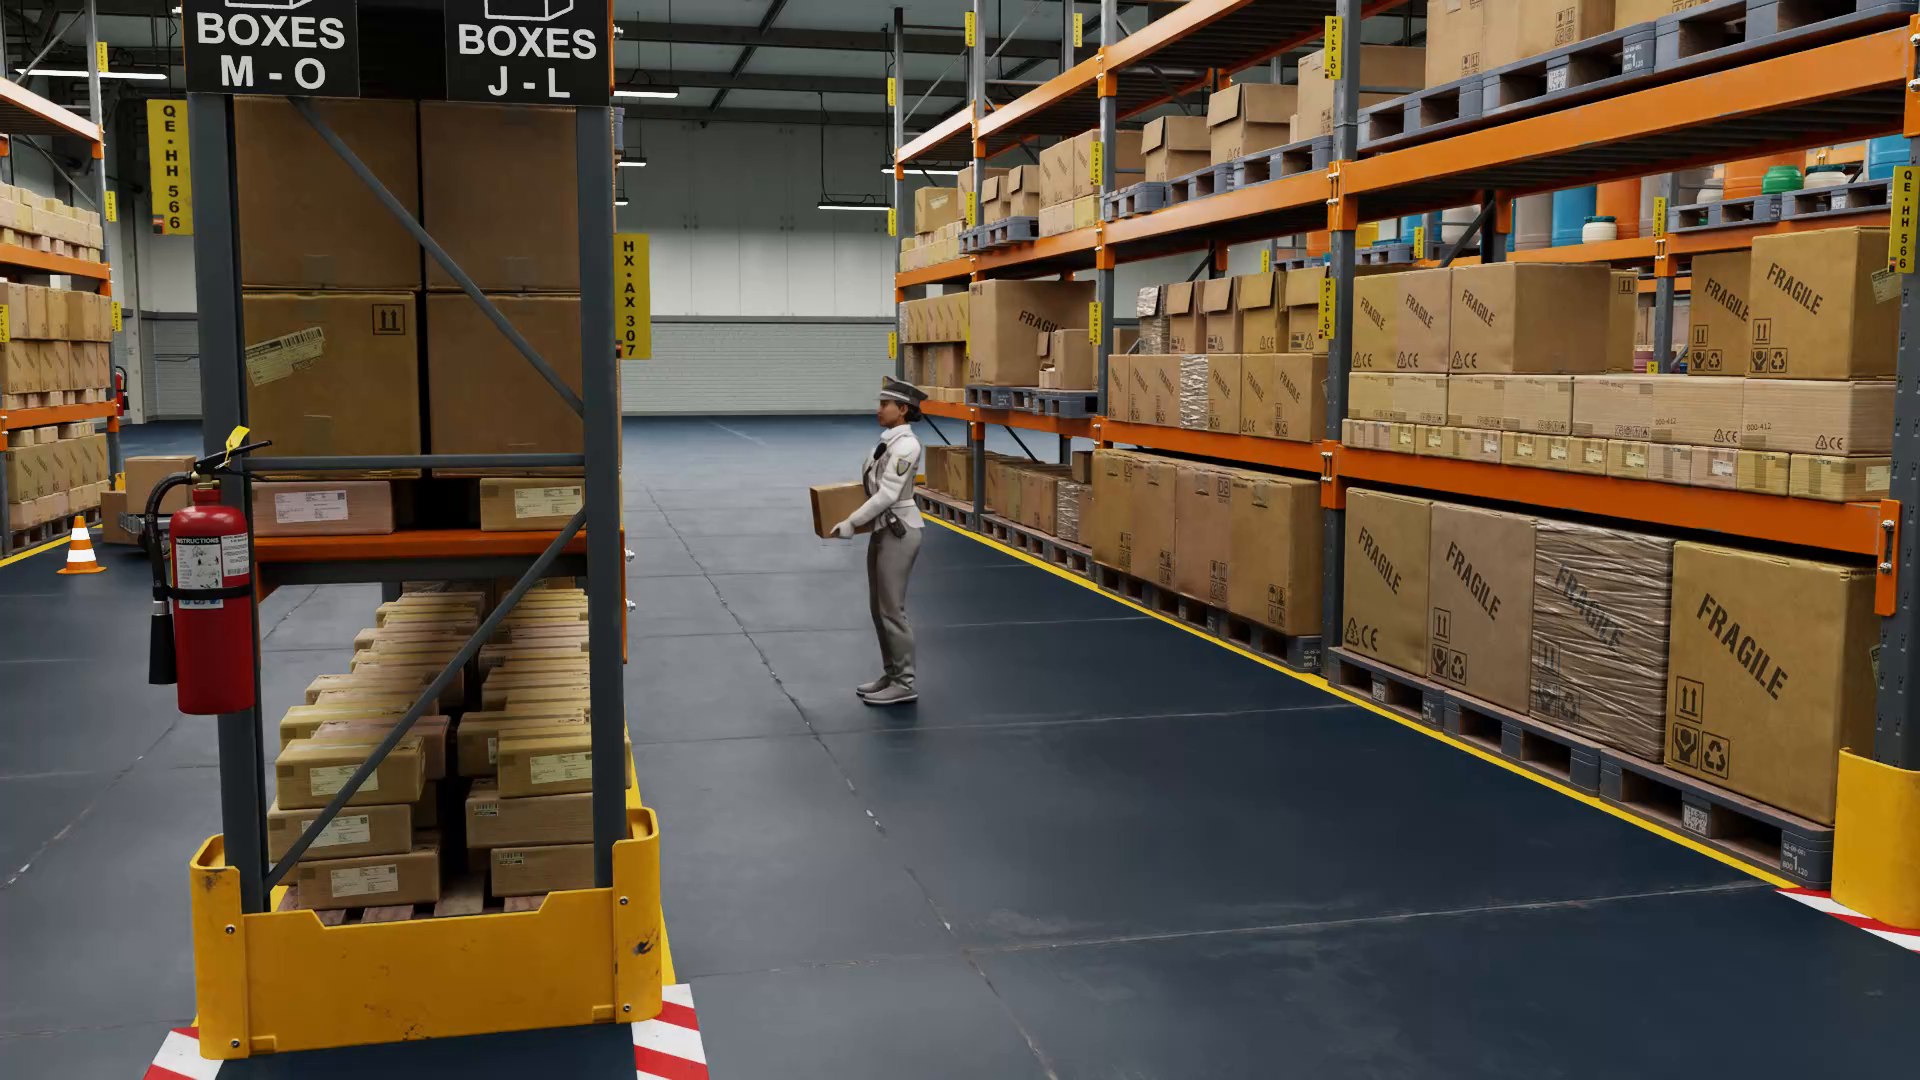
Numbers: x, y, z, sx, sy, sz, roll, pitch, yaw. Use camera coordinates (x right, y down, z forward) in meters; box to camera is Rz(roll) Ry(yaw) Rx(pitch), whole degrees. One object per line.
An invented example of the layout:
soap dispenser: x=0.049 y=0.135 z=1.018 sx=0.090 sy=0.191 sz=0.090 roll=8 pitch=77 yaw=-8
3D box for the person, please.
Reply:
person: x=-0.431 y=-0.004 z=8.624 sx=0.532 sy=1.690 sz=0.459 roll=-1 pitch=6 yaw=-13
